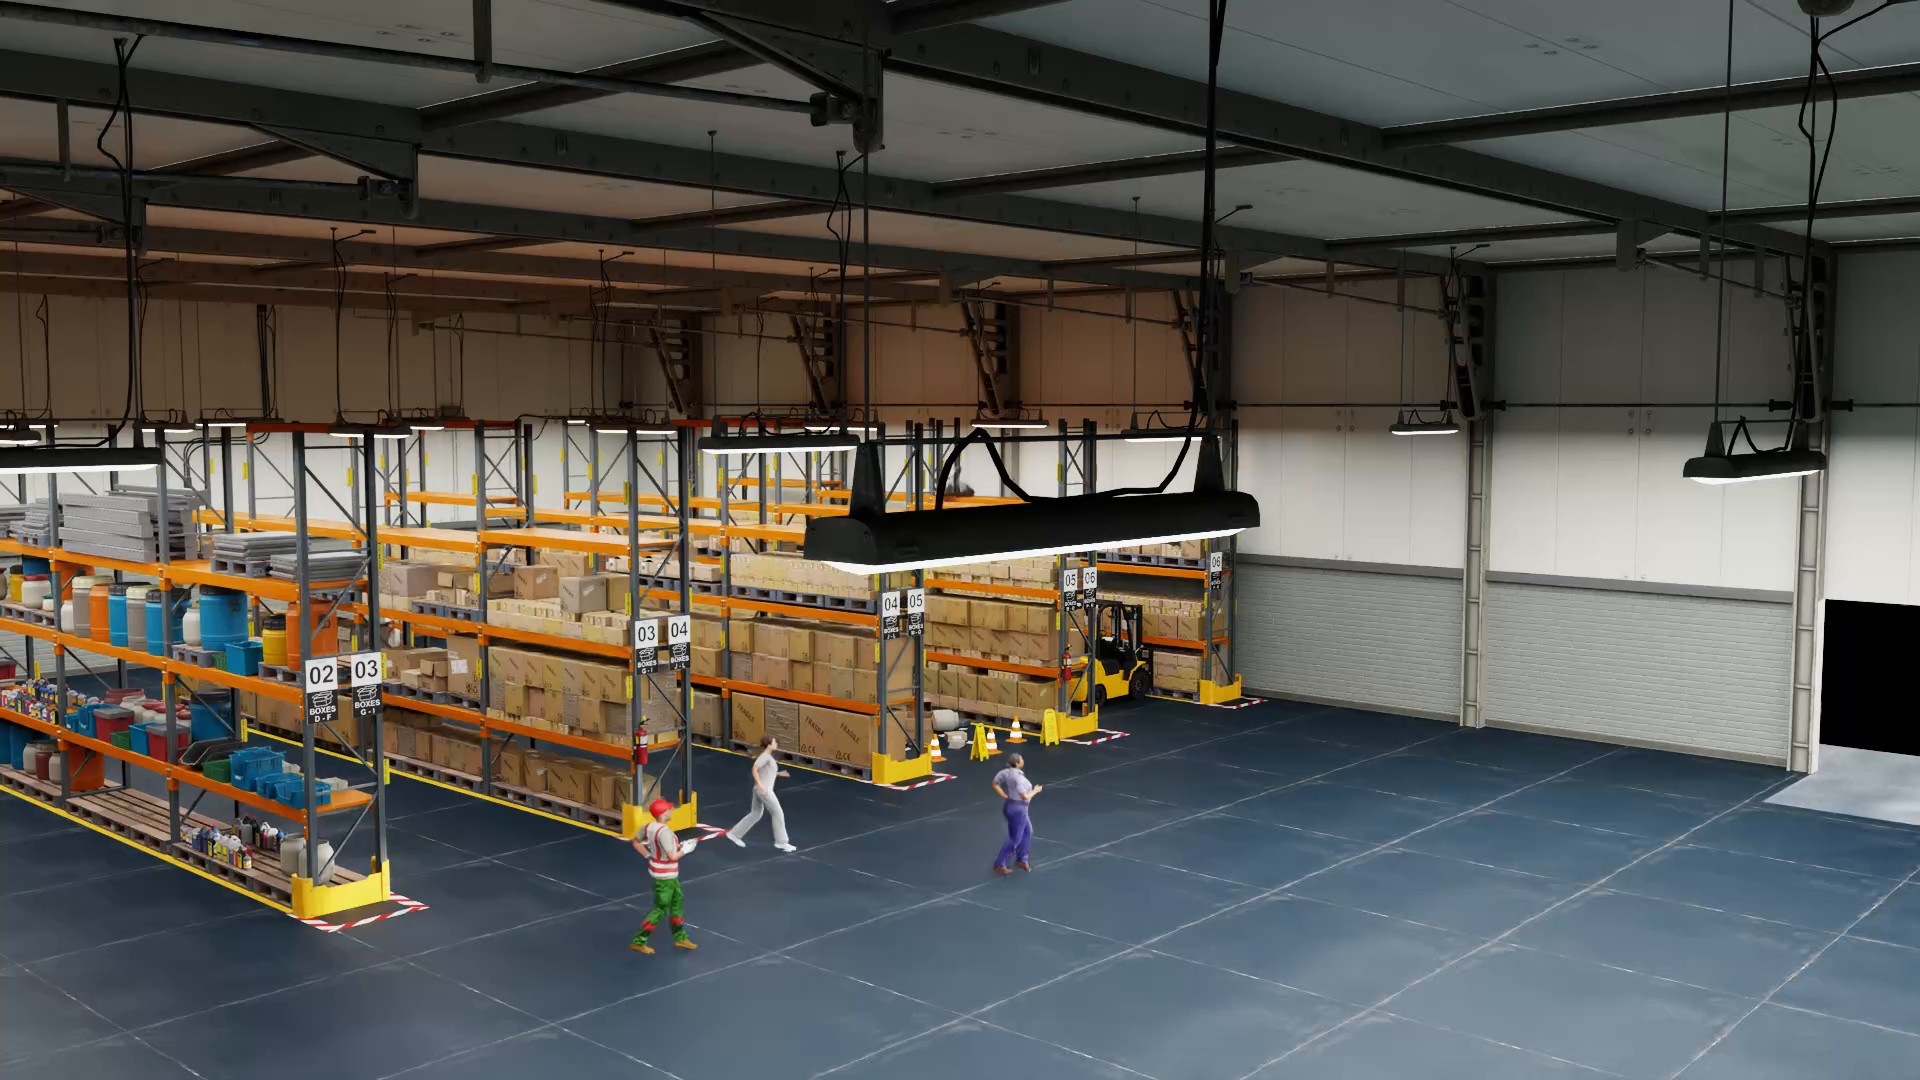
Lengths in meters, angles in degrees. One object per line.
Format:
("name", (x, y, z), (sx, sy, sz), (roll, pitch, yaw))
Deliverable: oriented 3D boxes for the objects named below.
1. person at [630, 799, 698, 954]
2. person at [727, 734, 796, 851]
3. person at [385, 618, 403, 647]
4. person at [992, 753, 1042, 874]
("person", (-3.389, 3.859, 19.020), (0.828, 1.819, 0.639), (-2, 5, -25))
("person", (-2.814, 3.577, 23.496), (0.970, 1.676, 0.522), (-1, 5, -16))
("person", (-12.248, 2.532, 35.928), (0.696, 1.739, 0.655), (-4, 6, -41))
("person", (0.750, 3.696, 22.313), (0.708, 1.688, 0.585), (-1, 5, -17))
